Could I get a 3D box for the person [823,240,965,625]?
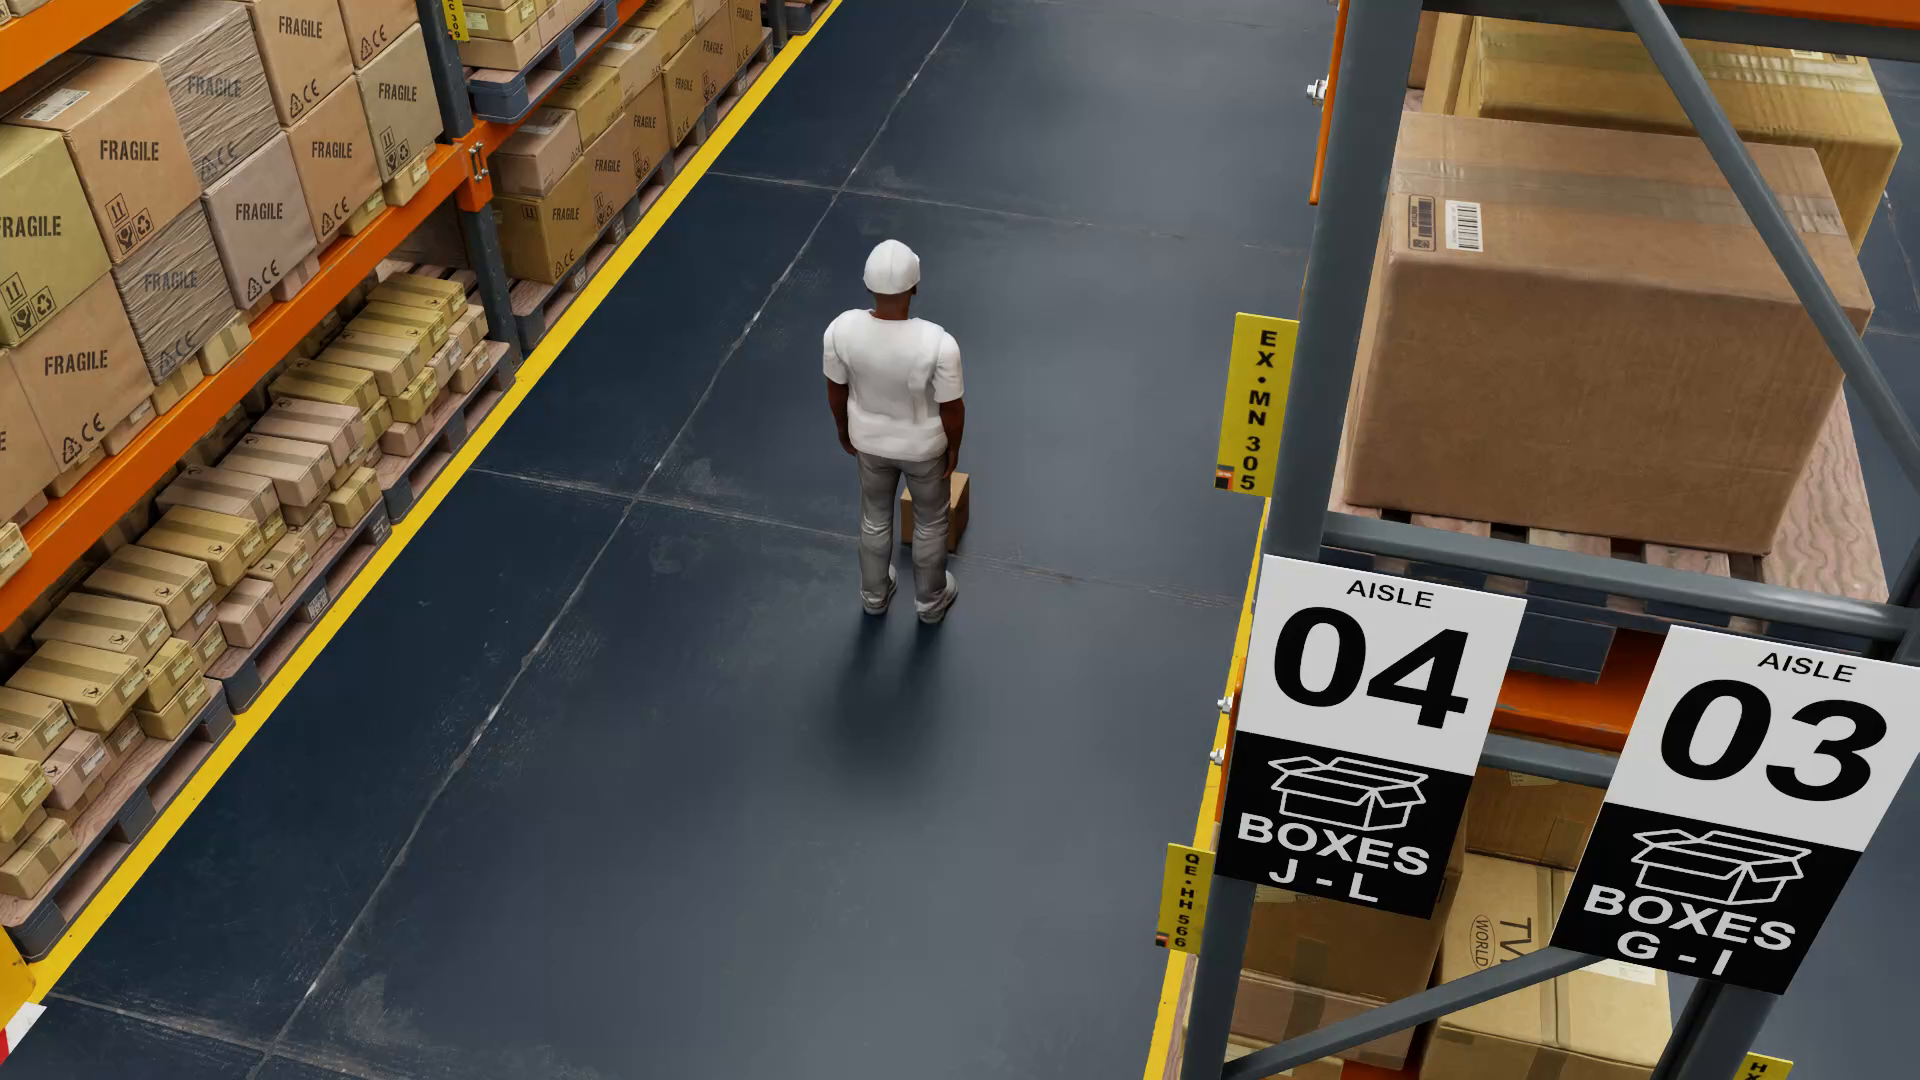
[{"bbox_3d":[-0.245,-0.410,6.620,0.564,1.761,0.360,11,42,12],"label":"person"}]
